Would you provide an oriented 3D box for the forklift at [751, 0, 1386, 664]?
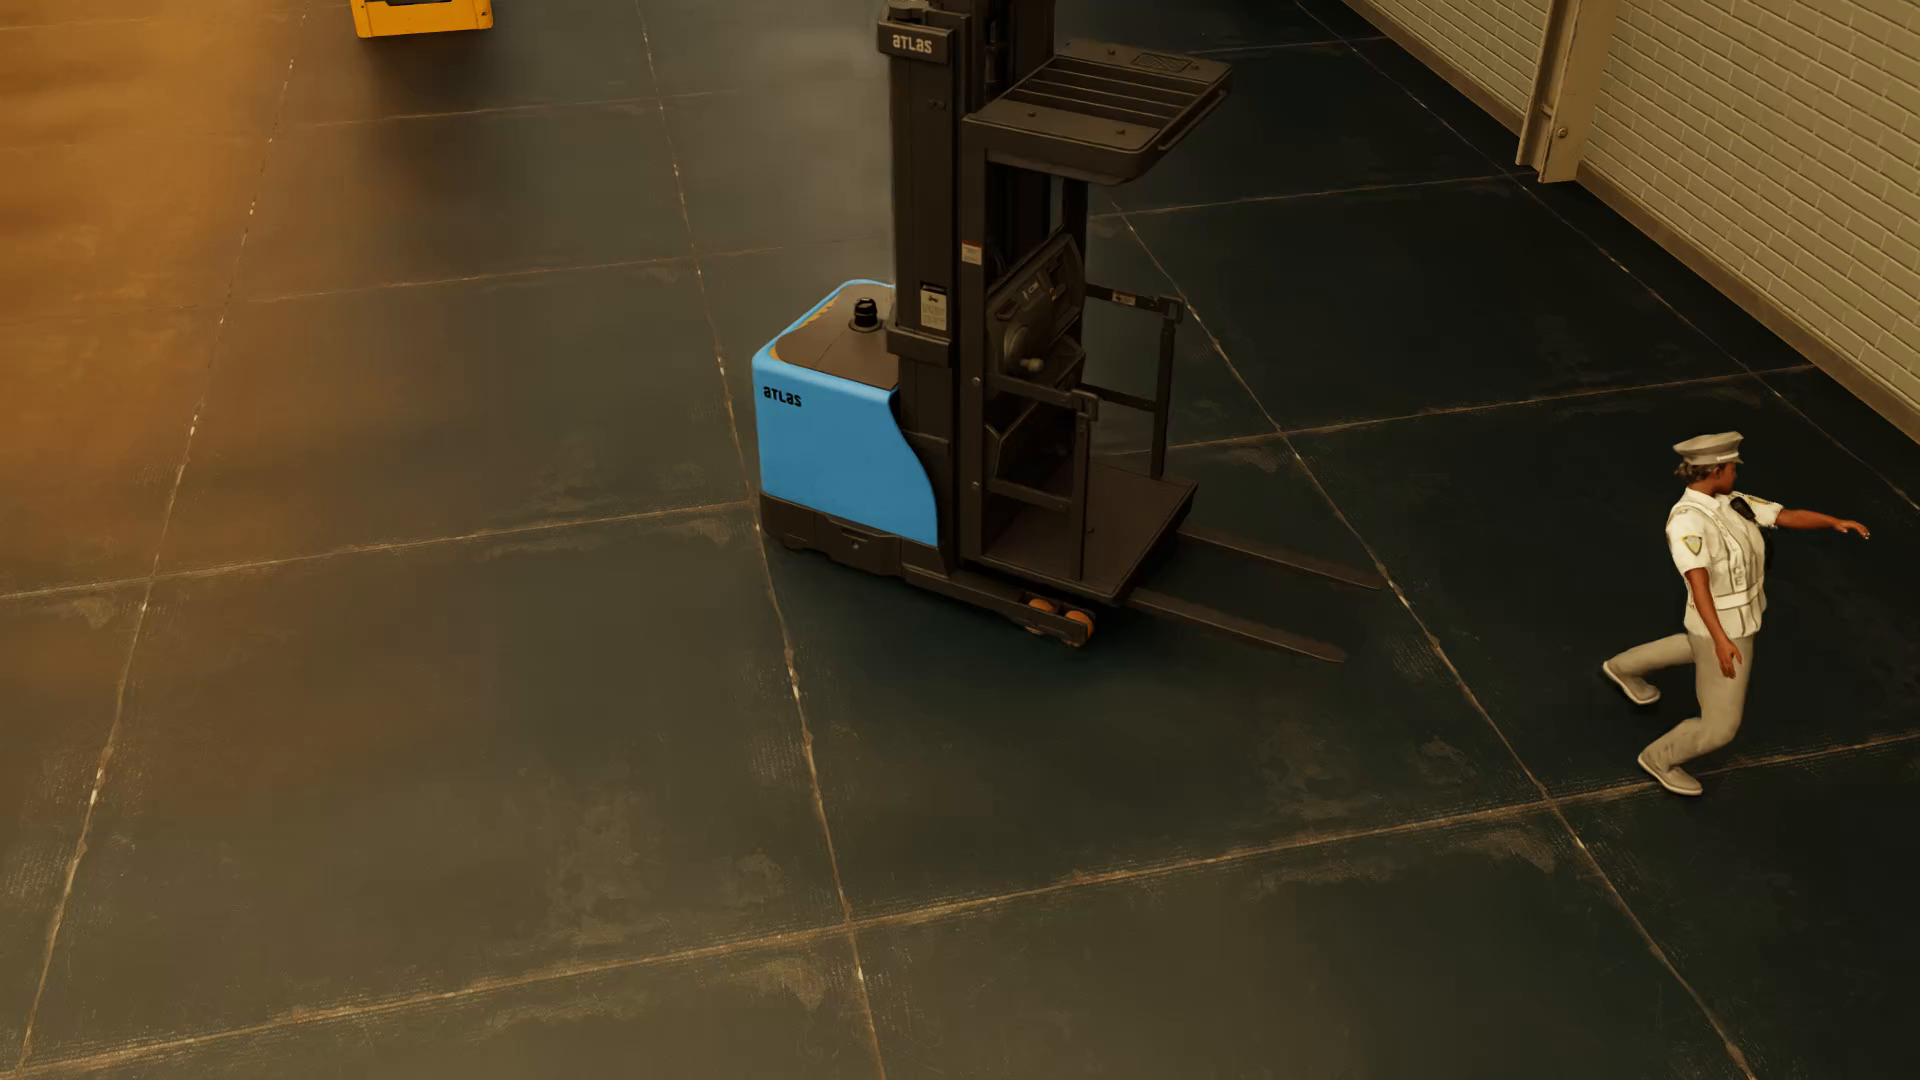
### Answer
[{"bbox_3d":[0.528,-1.044,7.501,3.031,2.935,1.130,17,39,22],"label":"forklift"}]

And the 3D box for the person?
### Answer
[{"bbox_3d":[3.082,0.379,6.741,0.767,1.488,0.926,17,39,22],"label":"person"}]
